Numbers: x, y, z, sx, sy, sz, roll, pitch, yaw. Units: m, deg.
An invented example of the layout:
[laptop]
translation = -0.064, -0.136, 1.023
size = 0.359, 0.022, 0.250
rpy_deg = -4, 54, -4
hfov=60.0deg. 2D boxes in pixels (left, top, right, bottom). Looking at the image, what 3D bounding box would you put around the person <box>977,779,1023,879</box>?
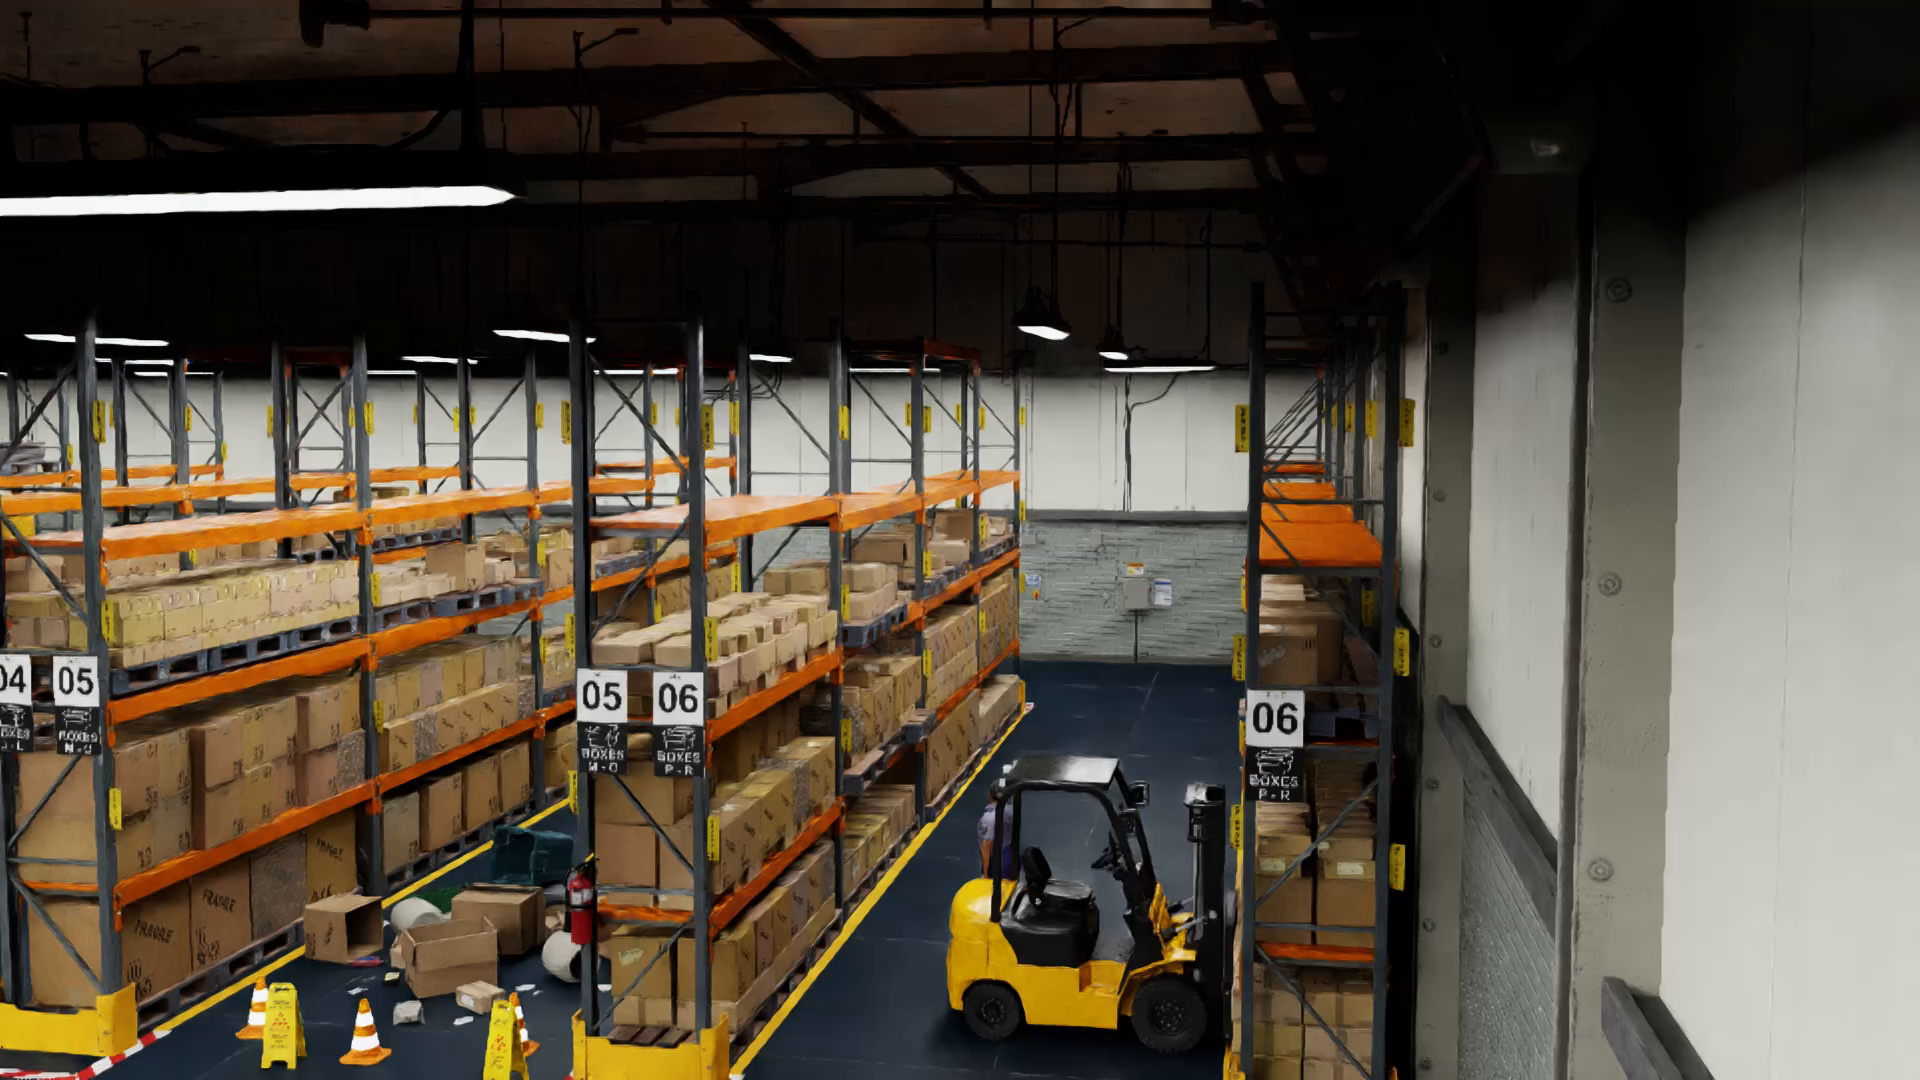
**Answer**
[person]
translation = 0.318, 3.075, 15.687
size = 0.461, 1.652, 0.523
rpy_deg = 3, 6, 34
